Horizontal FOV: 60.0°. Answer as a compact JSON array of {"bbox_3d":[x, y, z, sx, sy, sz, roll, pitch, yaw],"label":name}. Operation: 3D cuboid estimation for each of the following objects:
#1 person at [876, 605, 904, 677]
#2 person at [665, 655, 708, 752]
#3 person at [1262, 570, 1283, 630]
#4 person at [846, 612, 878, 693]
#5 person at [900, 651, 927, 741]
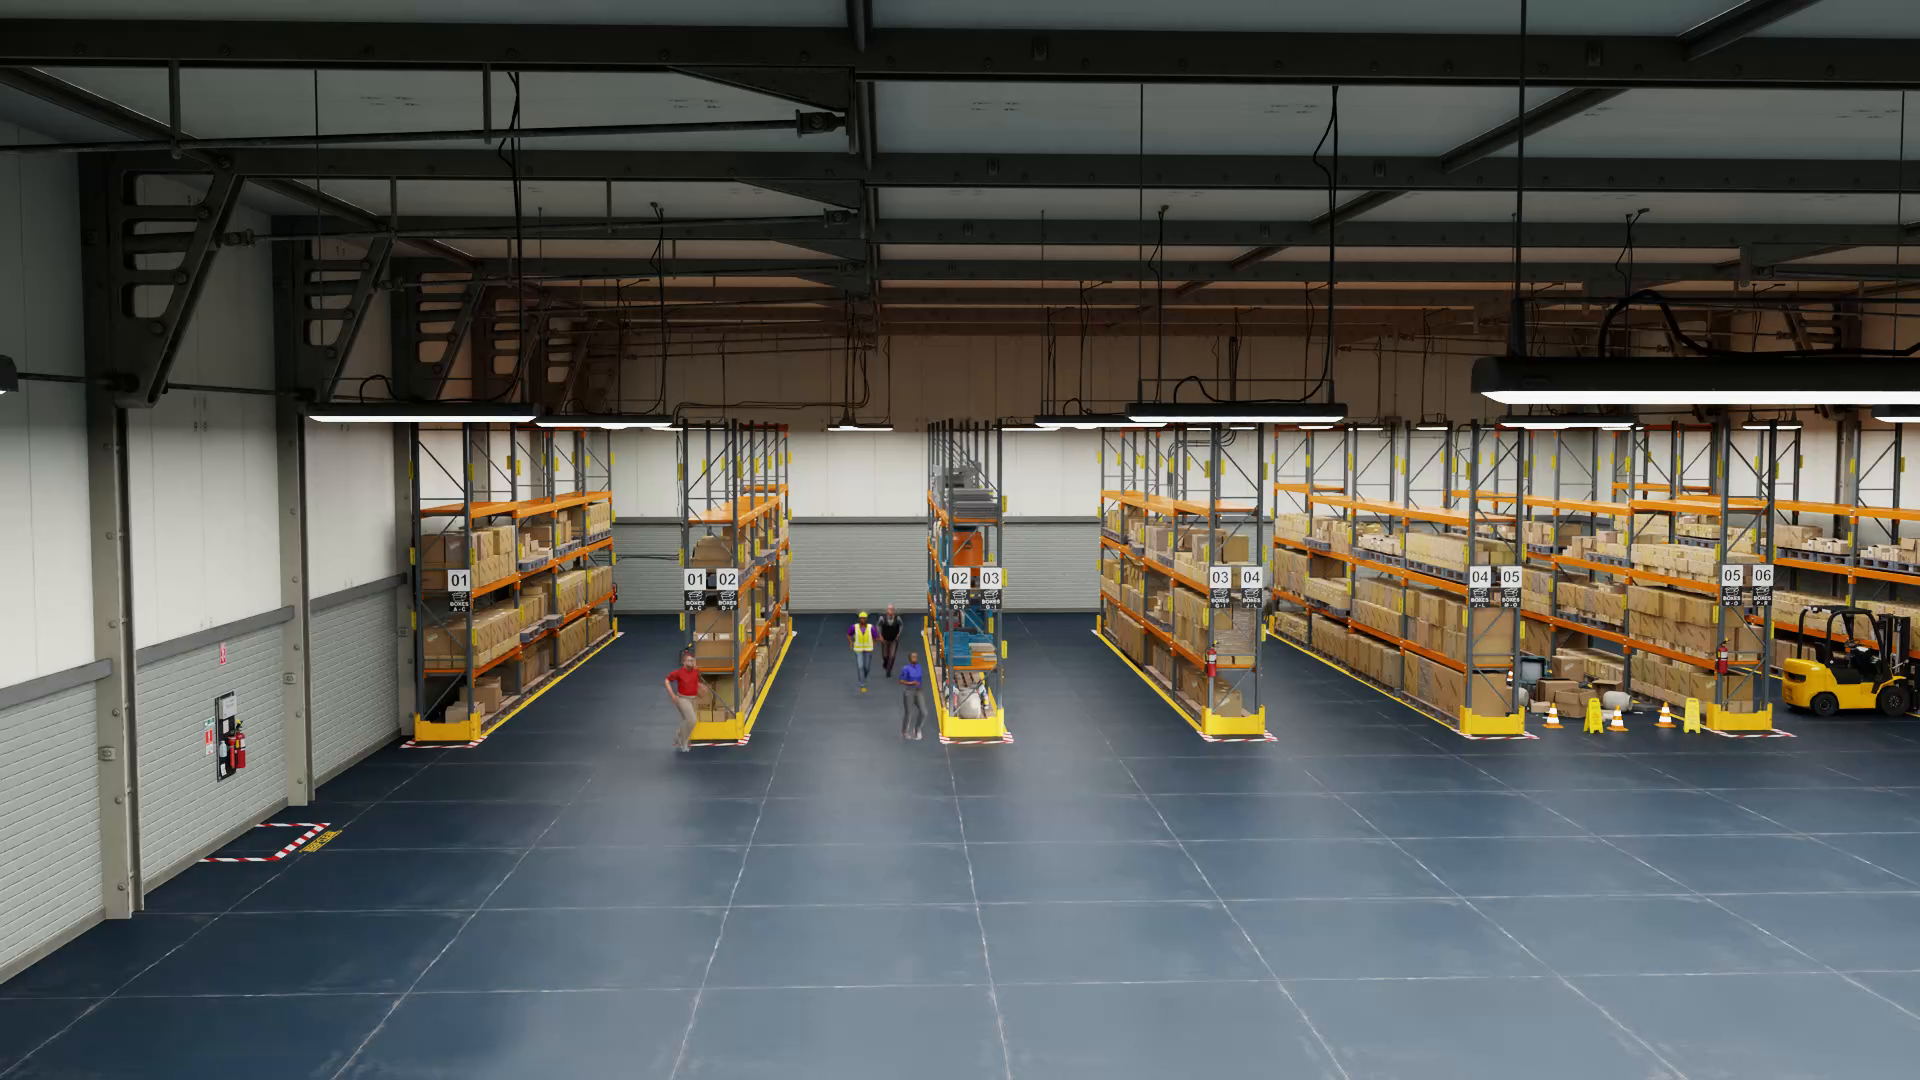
[{"bbox_3d":[-1.651,2.375,39.318,0.676,1.686,0.580,0,4,-6],"label":"person"},{"bbox_3d":[-4.912,2.957,30.054,0.755,1.768,0.649,2,4,30],"label":"person"},{"bbox_3d":[9.210,1.736,48.711,0.884,1.811,0.732,-1,4,-8],"label":"person"},{"bbox_3d":[-2.161,2.479,37.042,0.699,1.769,0.927,-1,4,-9],"label":"person"},{"bbox_3d":[-0.855,2.928,31.007,0.574,1.705,0.627,-2,4,-31],"label":"person"}]
